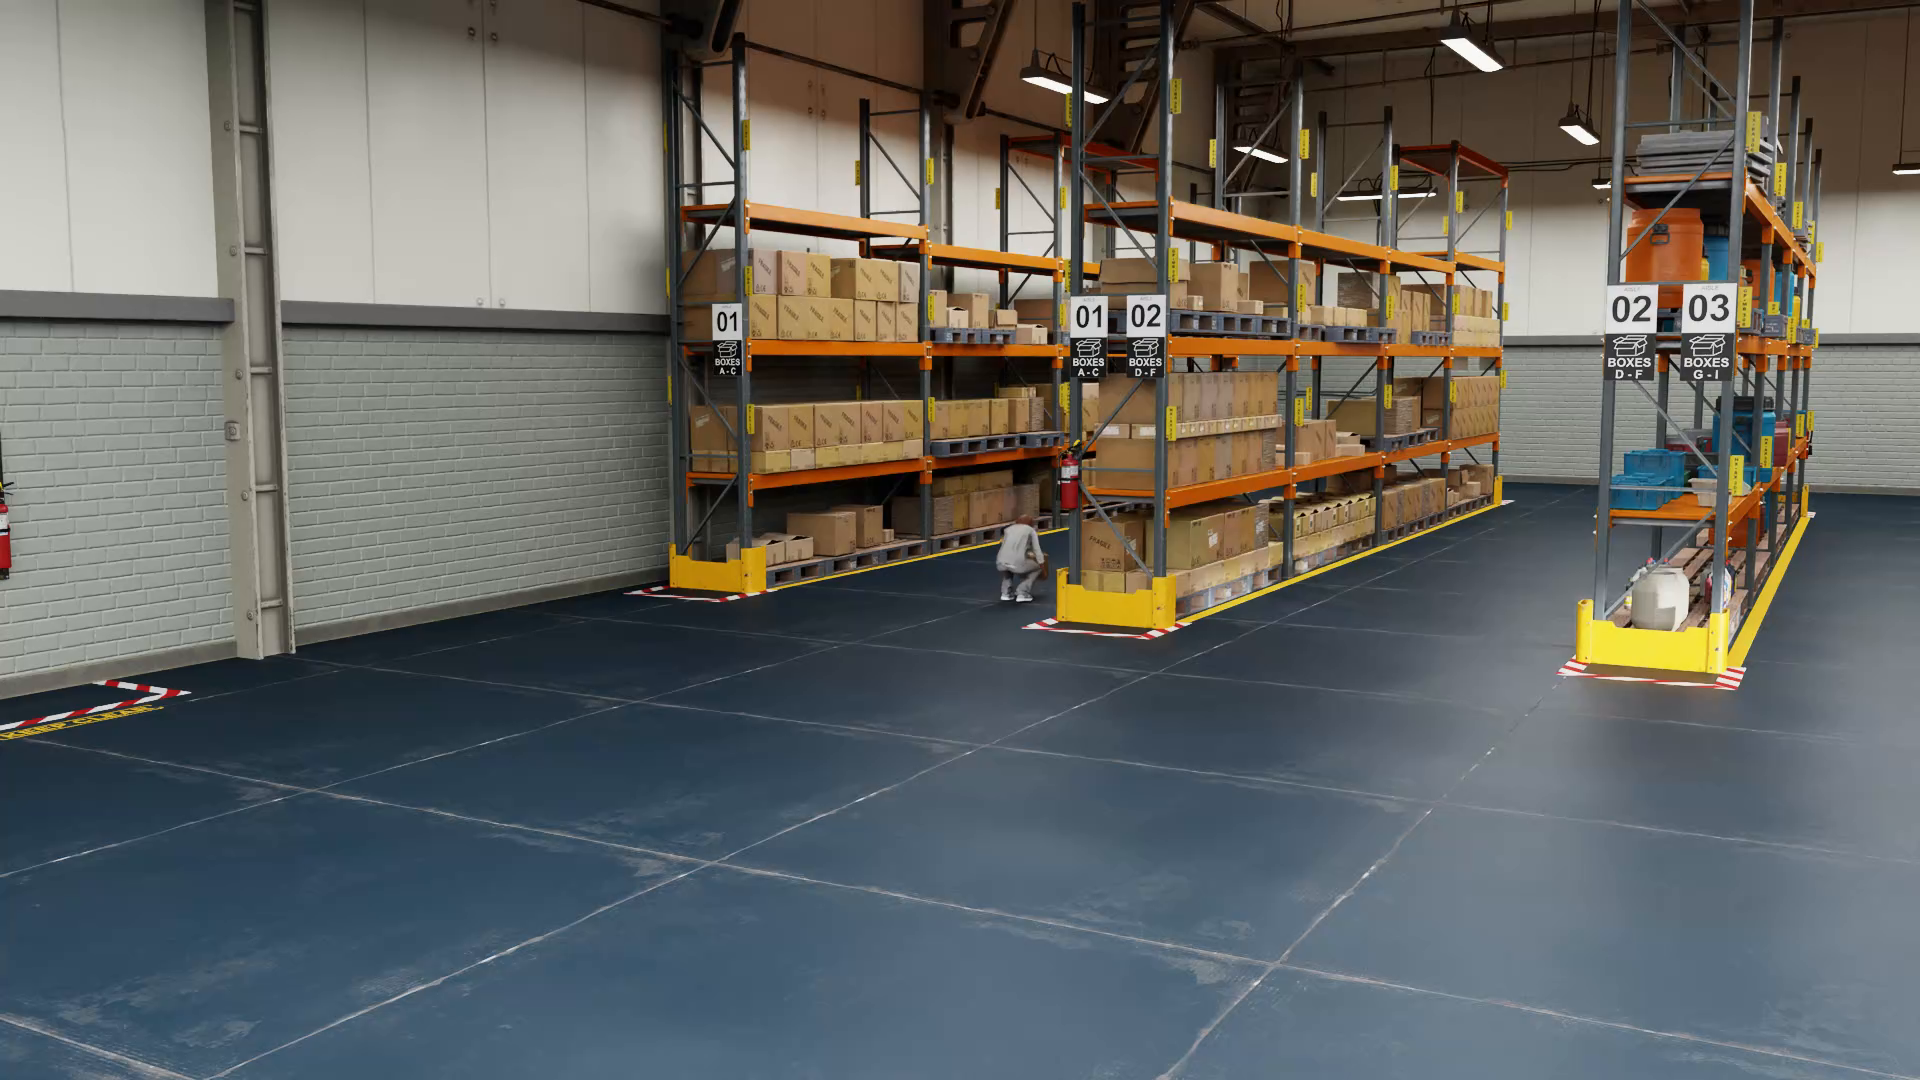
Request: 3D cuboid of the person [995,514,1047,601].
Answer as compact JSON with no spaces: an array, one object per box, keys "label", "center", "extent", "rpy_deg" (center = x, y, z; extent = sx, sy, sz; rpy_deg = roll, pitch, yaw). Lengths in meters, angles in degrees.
[{"label":"person","center":[0.651,0.203,17.992],"extent":[0.423,0.897,0.821],"rpy_deg":[3,7,27]}]
